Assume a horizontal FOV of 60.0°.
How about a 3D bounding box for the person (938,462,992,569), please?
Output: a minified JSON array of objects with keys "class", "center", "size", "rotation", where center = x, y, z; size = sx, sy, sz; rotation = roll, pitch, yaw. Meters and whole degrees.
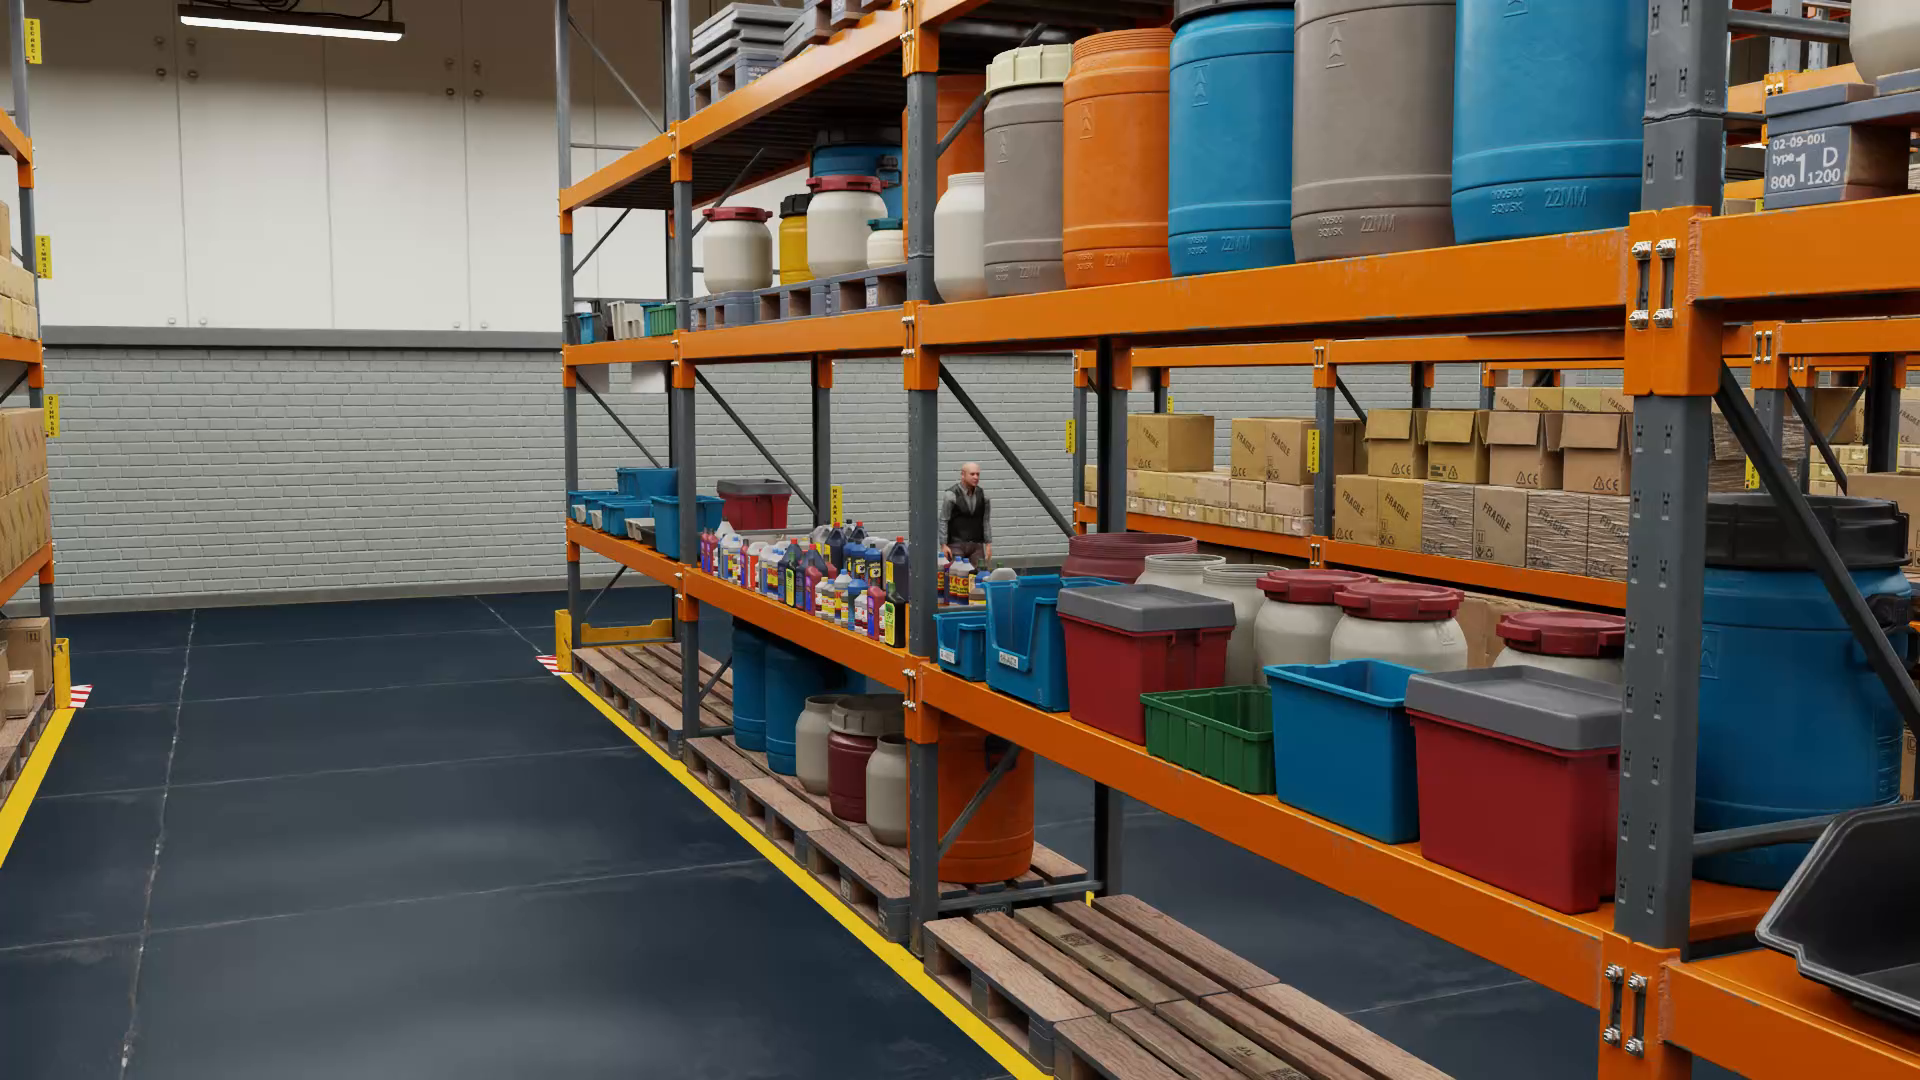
[{"class":"person","center":[0.048,0.086,16.463],"size":[0.592,1.720,0.421],"rotation":[-3,6,-27]}]
